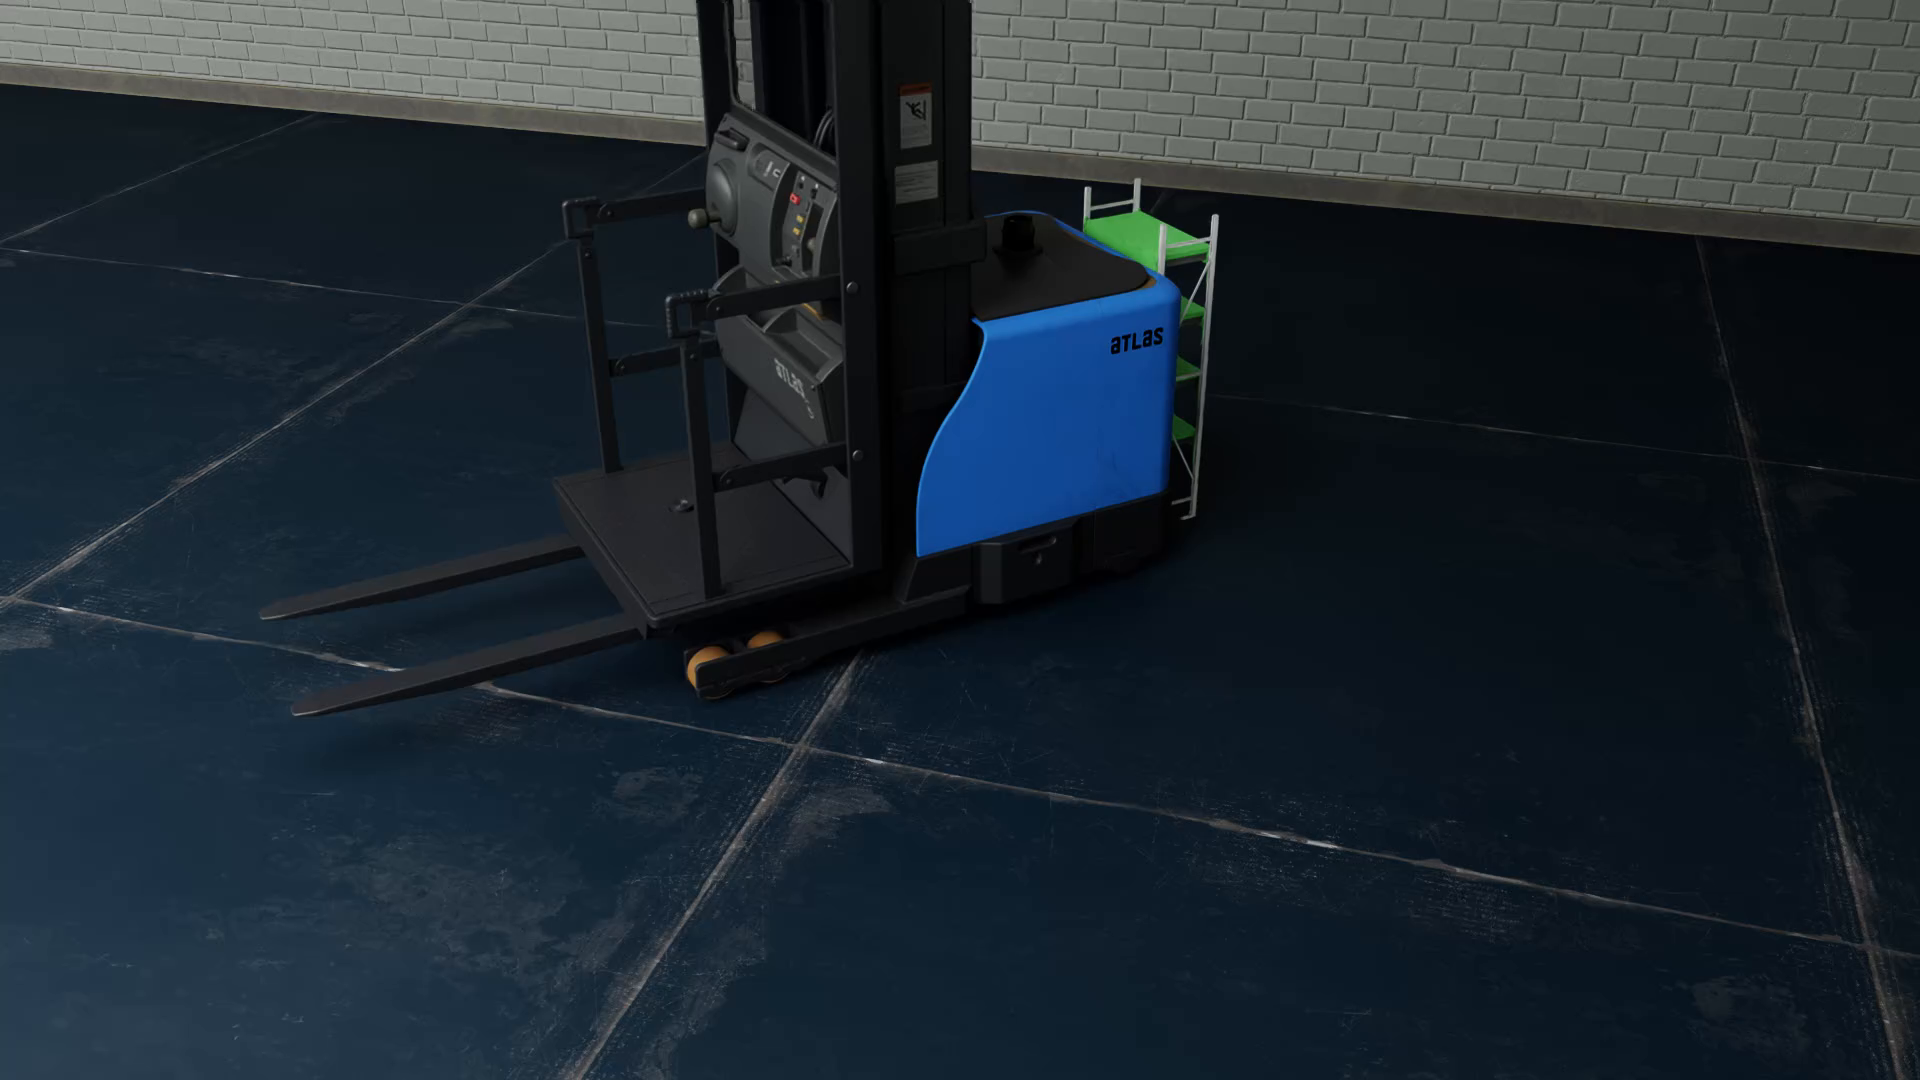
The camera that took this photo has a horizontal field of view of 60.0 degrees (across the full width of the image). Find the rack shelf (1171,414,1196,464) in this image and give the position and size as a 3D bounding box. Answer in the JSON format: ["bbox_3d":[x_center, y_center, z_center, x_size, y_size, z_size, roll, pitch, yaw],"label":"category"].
[{"bbox_3d":[0.682,-0.428,6.410,0.258,0.148,0.480,-15,32,-25],"label":"rack shelf"}]

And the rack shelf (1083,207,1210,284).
[{"bbox_3d":[0.683,-1.057,6.060,0.258,0.148,0.480,-15,32,-25],"label":"rack shelf"}]

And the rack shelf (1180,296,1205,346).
[{"bbox_3d":[0.683,-0.848,6.177,0.258,0.148,0.480,-15,32,-25],"label":"rack shelf"}]

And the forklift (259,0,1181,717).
[{"bbox_3d":[-0.779,-1.064,5.149,3.031,2.935,1.130,-15,32,-25],"label":"forklift"}]

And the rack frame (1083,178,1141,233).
[{"bbox_3d":[0.566,-0.798,6.450,0.240,1.200,0.015,-15,32,-25],"label":"rack frame"}]

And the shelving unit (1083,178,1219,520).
[{"bbox_3d":[0.683,-0.694,6.262,0.258,1.200,0.503,-15,32,-25],"label":"shelving unit"}]

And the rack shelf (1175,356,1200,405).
[{"bbox_3d":[0.683,-0.638,6.293,0.258,0.148,0.480,-15,32,-25],"label":"rack shelf"}]

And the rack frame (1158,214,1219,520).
[{"bbox_3d":[0.799,-0.589,6.075,0.240,1.200,0.015,-15,32,-25],"label":"rack frame"}]
